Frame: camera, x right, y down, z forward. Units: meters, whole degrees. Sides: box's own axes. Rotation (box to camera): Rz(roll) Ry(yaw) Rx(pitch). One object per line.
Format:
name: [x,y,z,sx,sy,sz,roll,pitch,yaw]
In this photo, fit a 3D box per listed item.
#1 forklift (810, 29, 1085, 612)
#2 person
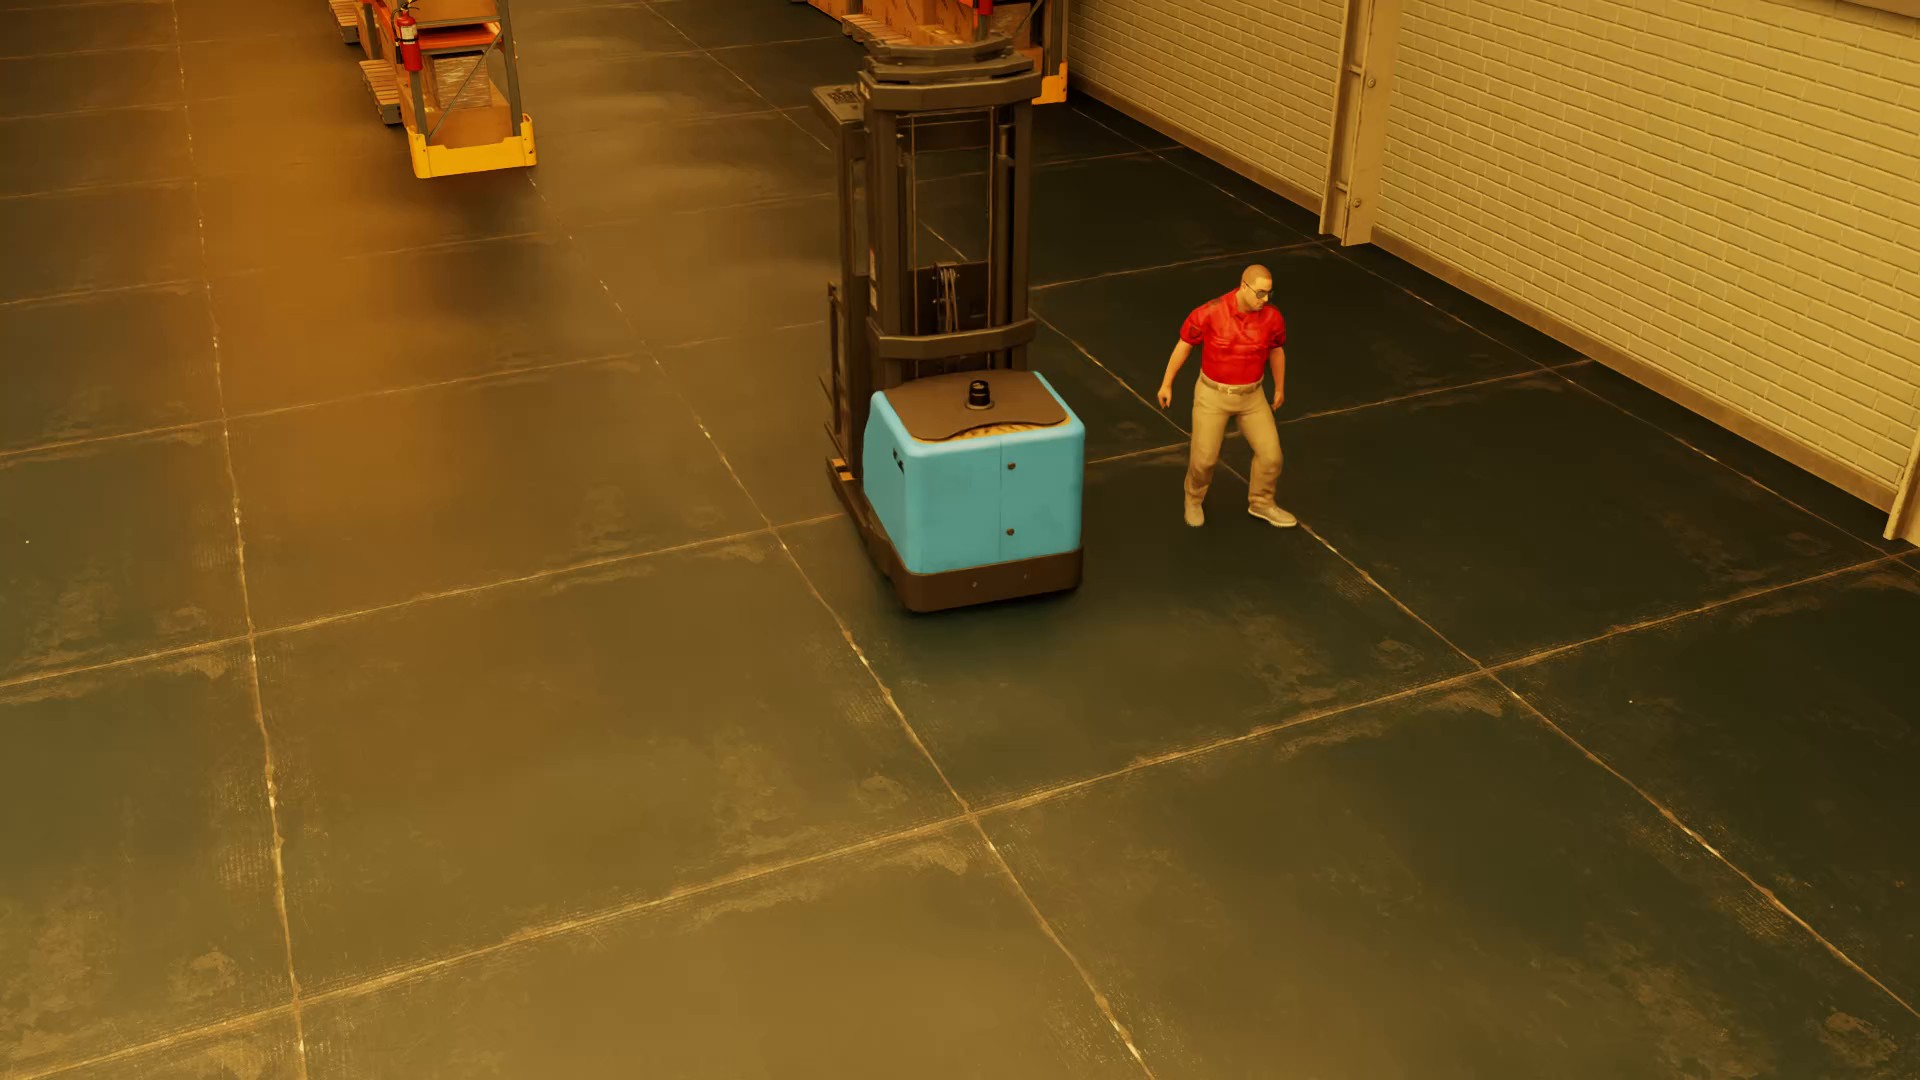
forklift: [-0.224,-1.590,9.900,1.130,2.935,3.031,-9,31,-15]
person: [1.622,-0.859,9.902,0.878,1.703,0.420,-2,30,-3]
